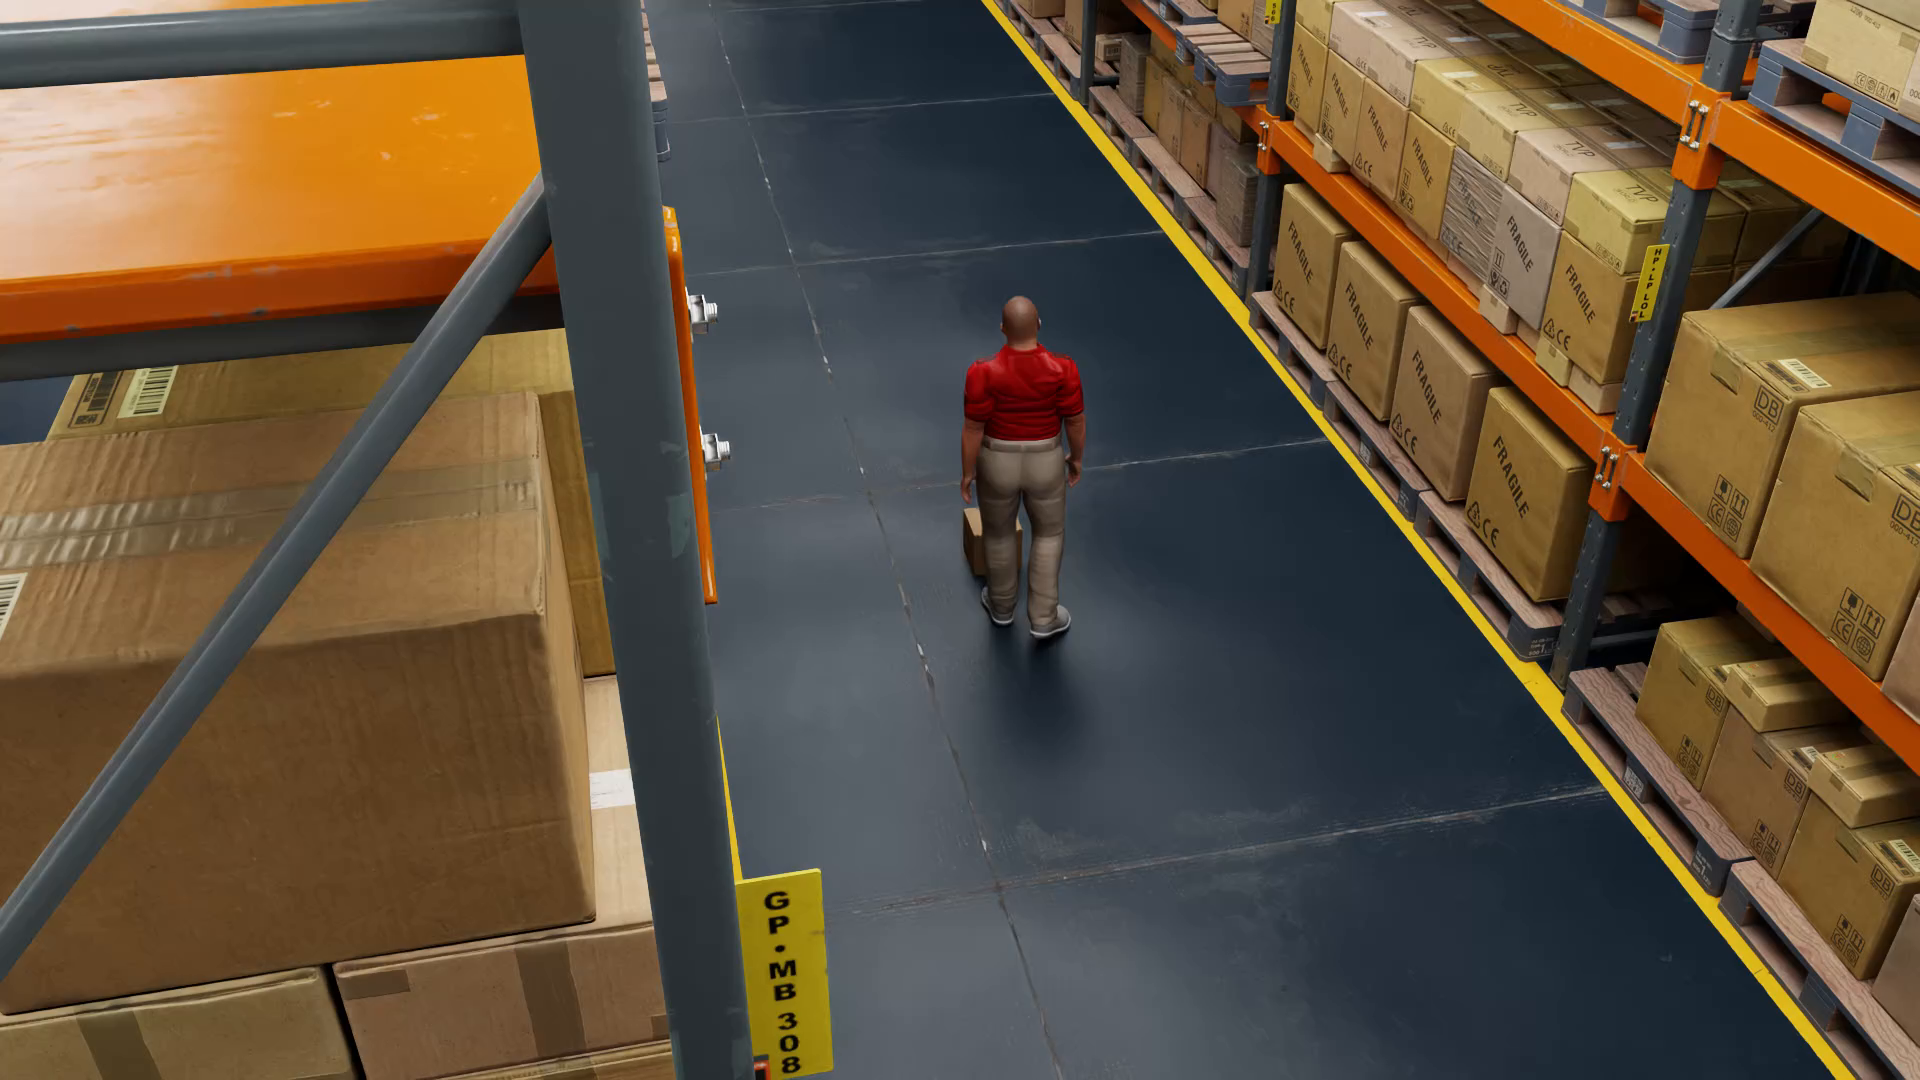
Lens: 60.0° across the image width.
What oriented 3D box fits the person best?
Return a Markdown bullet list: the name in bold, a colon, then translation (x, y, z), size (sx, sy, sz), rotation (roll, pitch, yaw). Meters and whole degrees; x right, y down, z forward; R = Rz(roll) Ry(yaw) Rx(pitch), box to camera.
- **person**: translation (0.285, -0.327, 7.630), size (0.568, 1.733, 0.509), rotation (-1, 34, -2)
